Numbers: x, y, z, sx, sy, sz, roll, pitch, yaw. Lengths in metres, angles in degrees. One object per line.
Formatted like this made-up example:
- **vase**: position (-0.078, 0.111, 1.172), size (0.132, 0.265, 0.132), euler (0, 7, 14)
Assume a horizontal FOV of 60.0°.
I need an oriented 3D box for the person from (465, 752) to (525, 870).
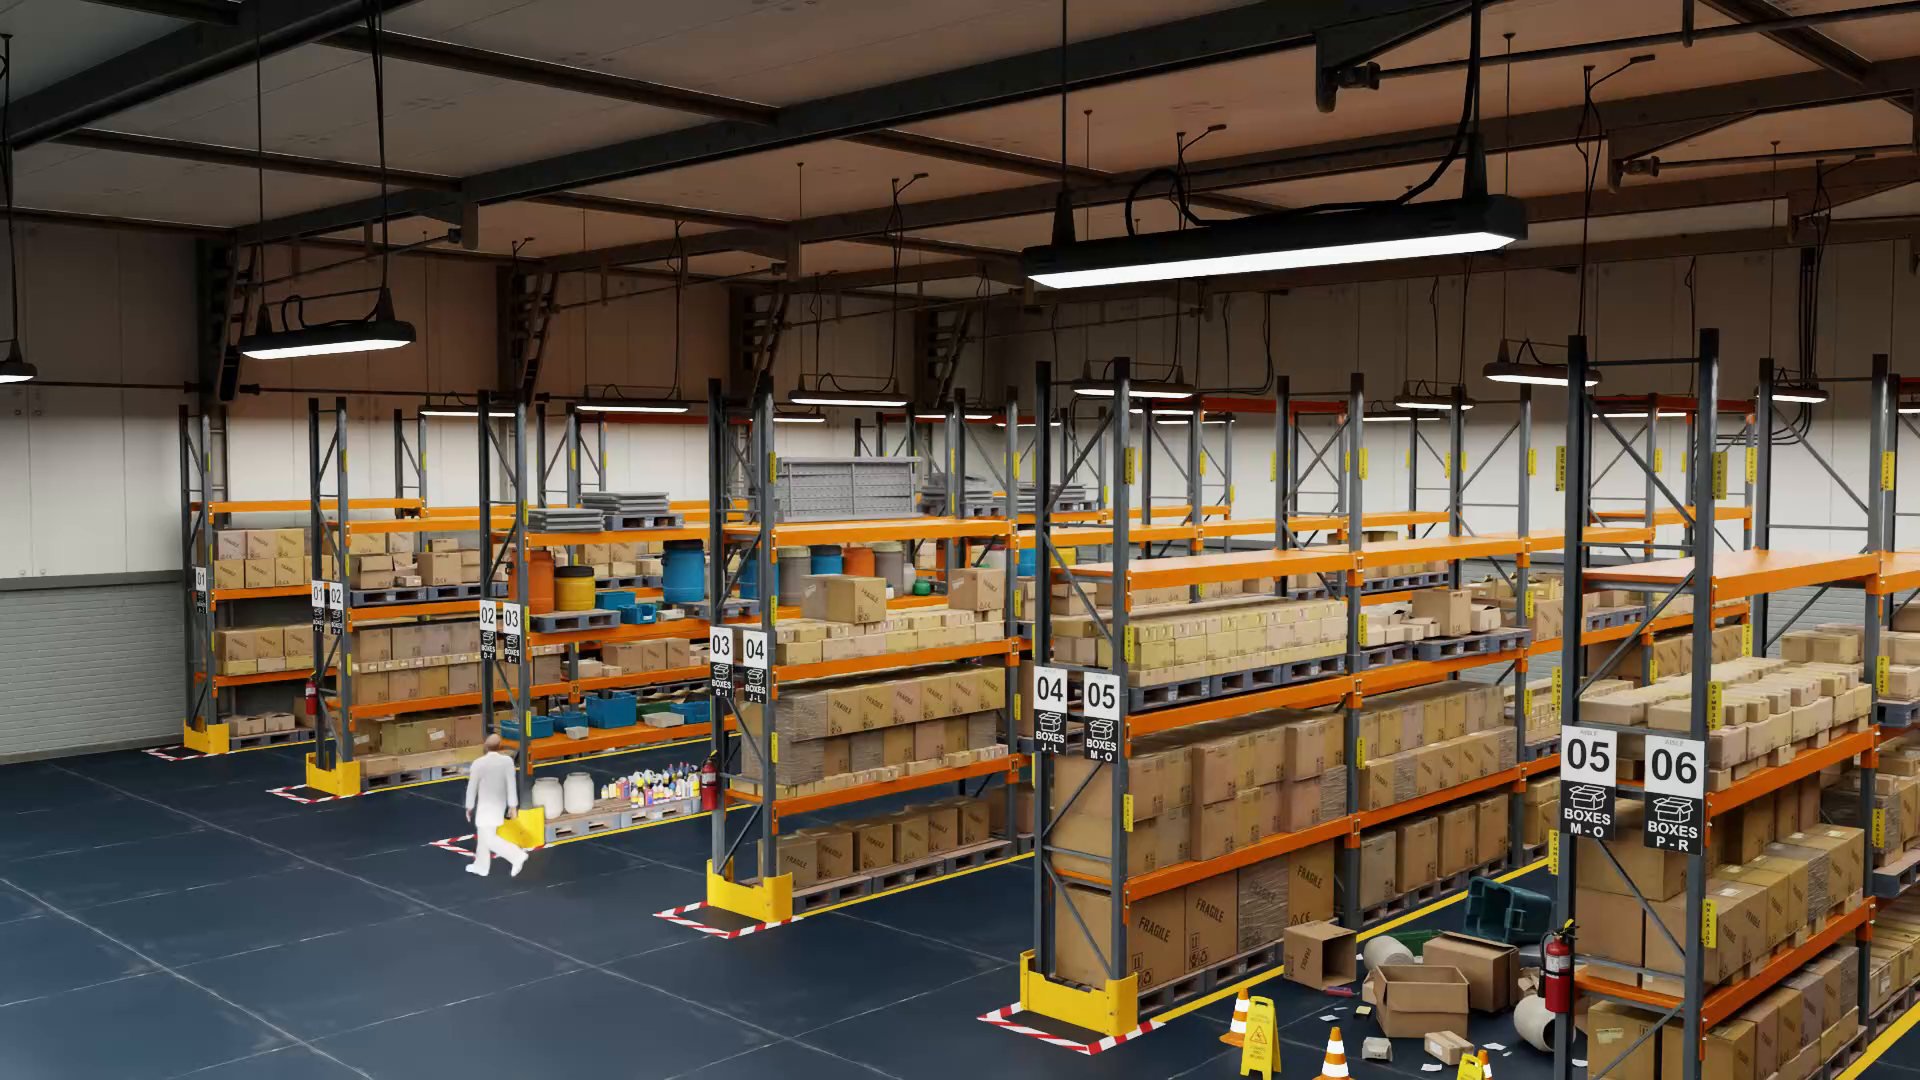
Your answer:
- **person**: position (-5.602, 3.292, 20.175), size (0.739, 1.485, 0.531), euler (1, 3, 10)
